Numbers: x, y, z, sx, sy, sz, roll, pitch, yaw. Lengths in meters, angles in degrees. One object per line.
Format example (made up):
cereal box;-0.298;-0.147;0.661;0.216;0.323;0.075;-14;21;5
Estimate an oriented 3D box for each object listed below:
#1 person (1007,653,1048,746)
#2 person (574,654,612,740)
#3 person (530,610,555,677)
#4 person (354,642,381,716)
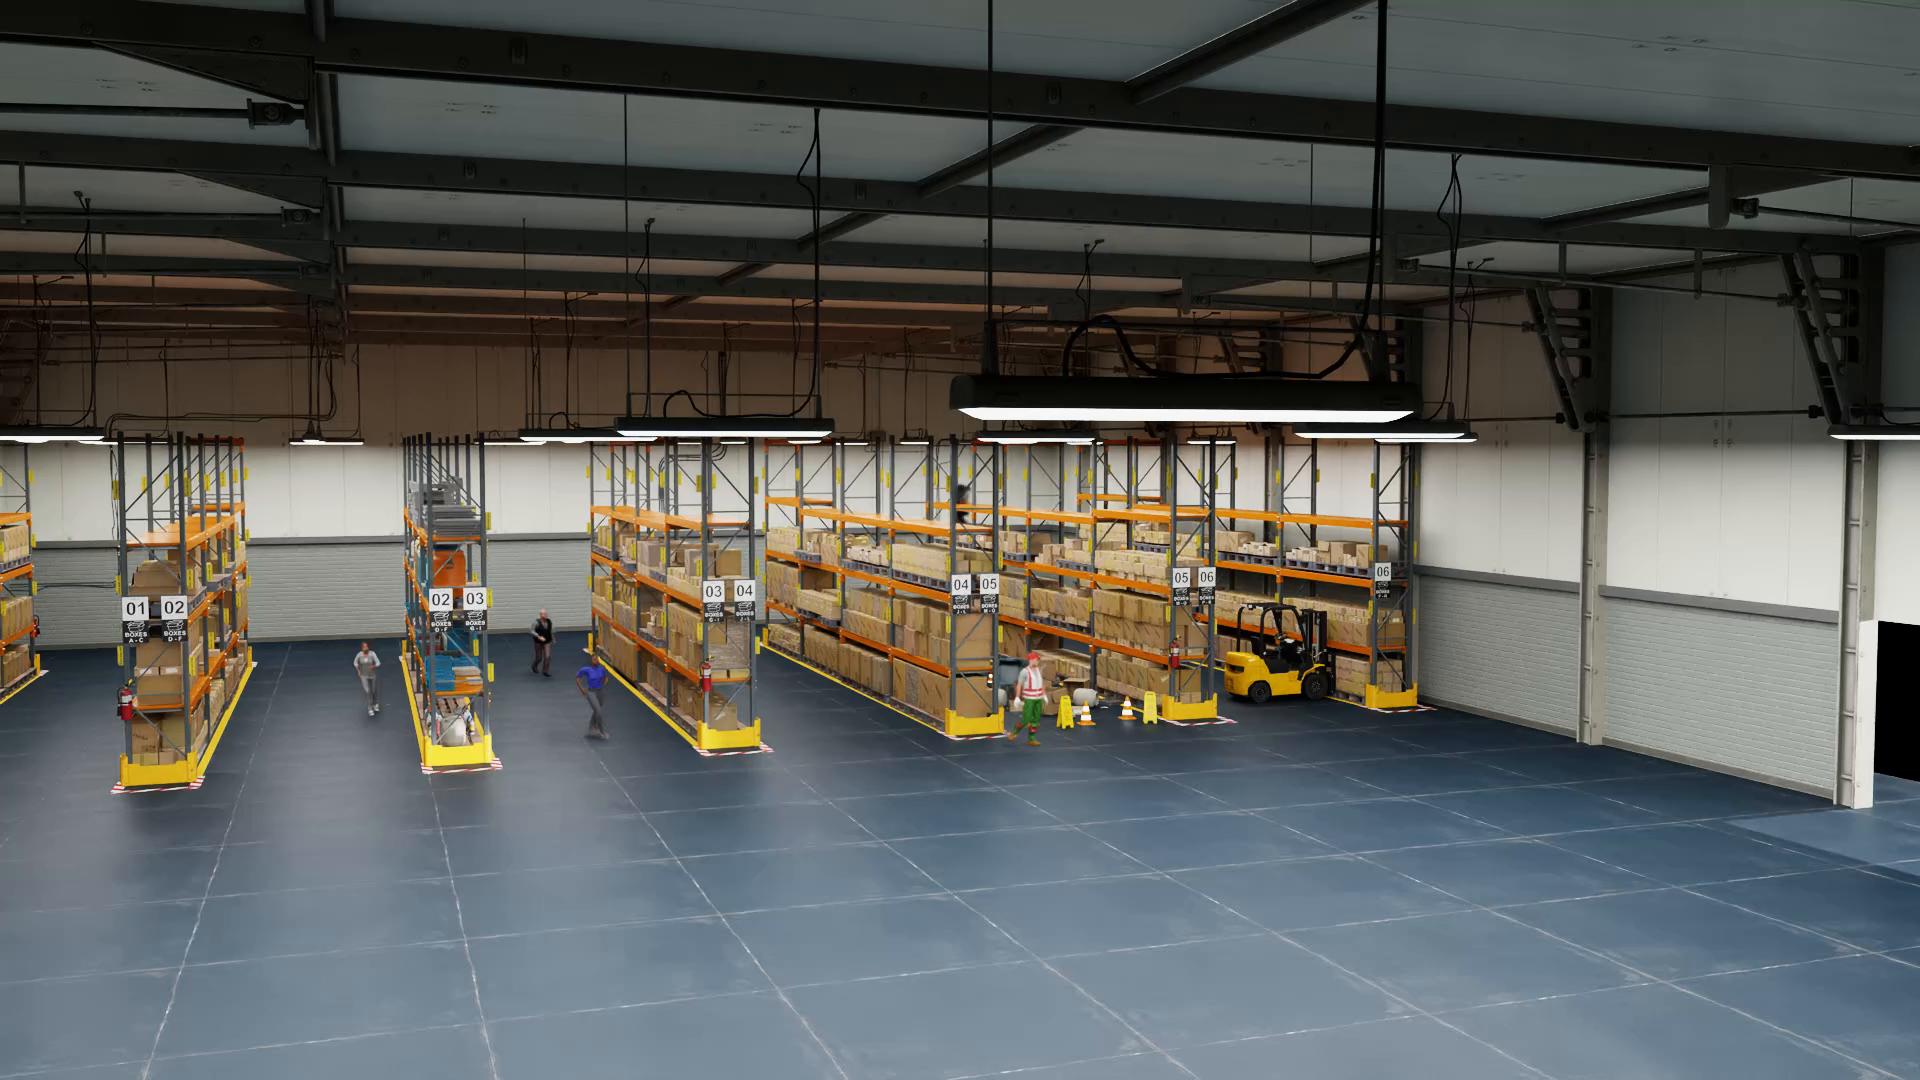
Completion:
person;1.289;3.055;31.972;0.709;1.784;0.575;-3;4;-39
person;-7.228;3.082;32.789;0.831;1.687;0.650;3;4;44
person;-10.511;2.578;41.706;0.650;1.686;0.849;-2;4;-35
person;-12.669;2.941;35.561;0.531;1.561;0.838;-1;3;-21
